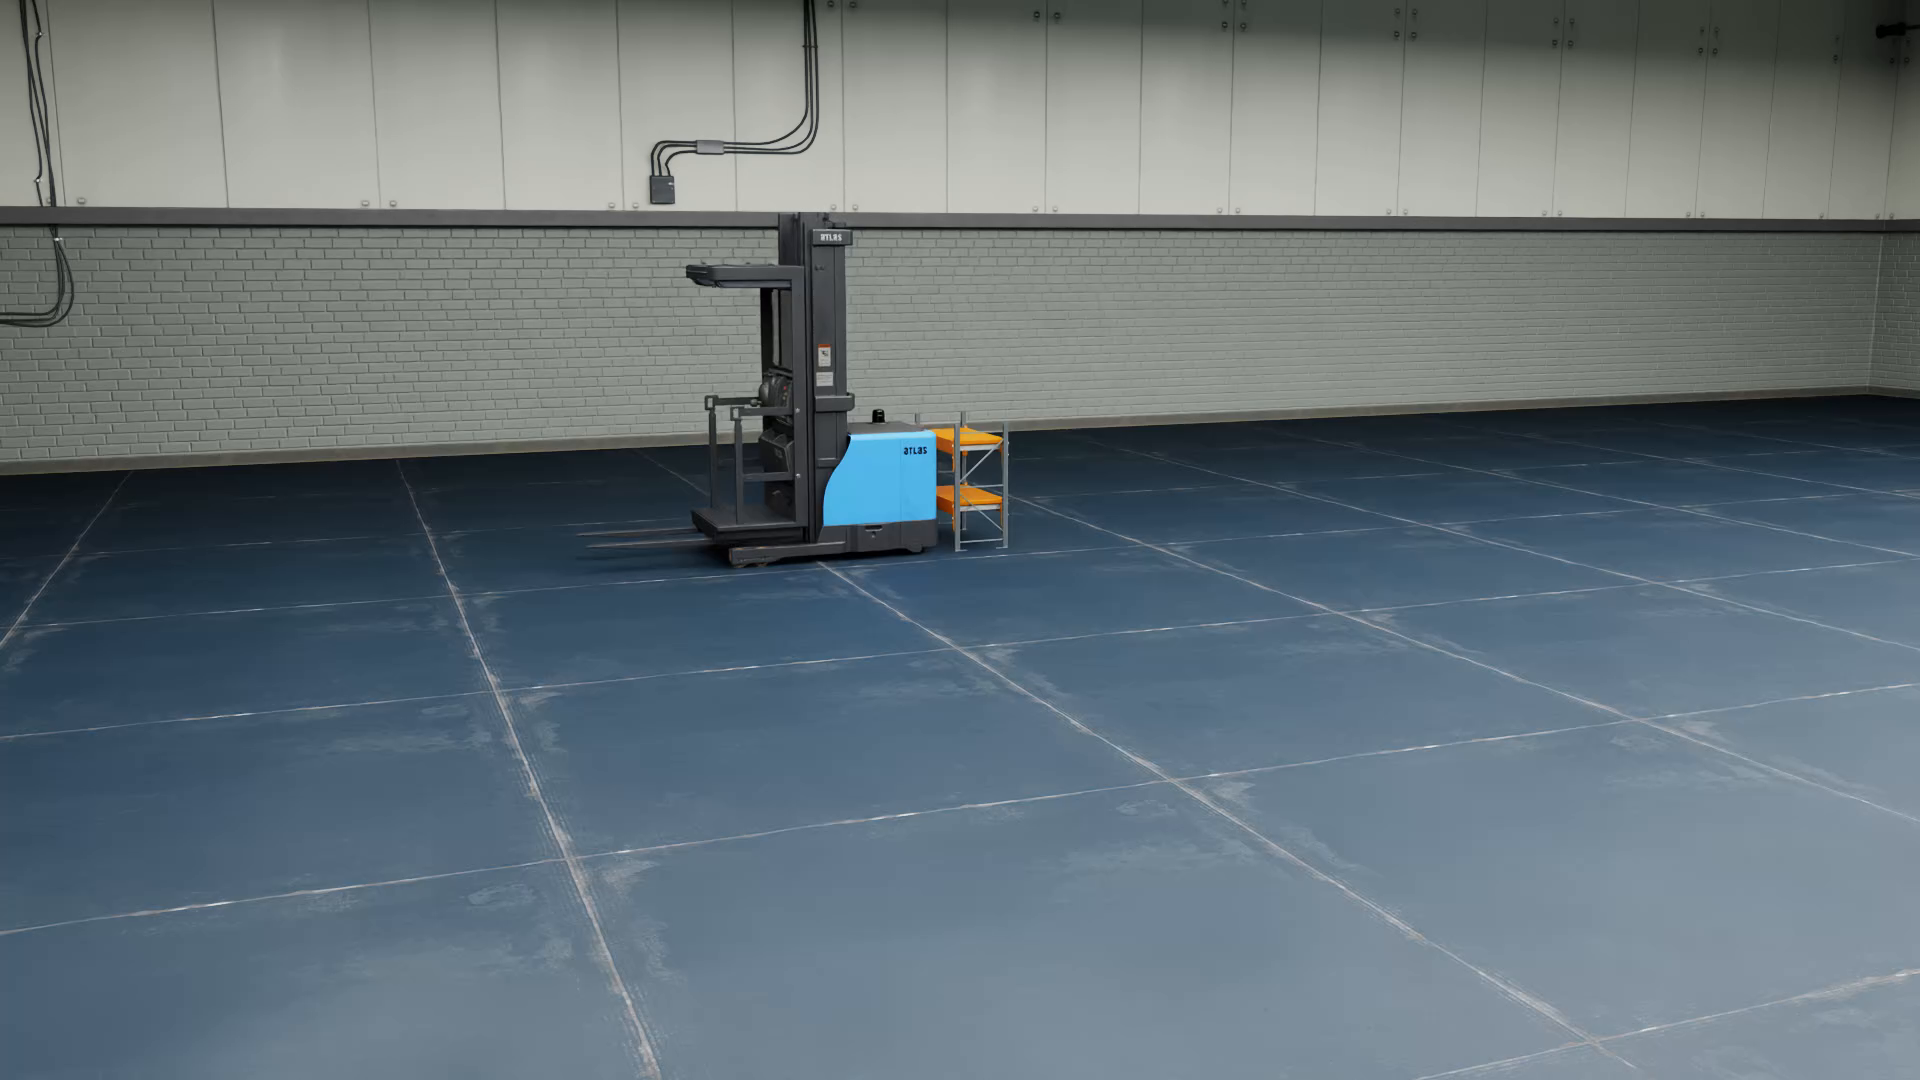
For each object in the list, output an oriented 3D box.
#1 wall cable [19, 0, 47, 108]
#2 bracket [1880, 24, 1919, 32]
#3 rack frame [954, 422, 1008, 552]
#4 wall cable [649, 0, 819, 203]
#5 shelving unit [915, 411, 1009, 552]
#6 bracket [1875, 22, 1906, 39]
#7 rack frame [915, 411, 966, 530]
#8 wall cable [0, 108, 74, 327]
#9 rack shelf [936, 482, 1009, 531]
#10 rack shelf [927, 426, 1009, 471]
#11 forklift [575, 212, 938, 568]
[{"bbox_3d":[-9.282,-6.275,19.279,3.097,2.526,0.112,-4,11,-21],"label":"wall cable"},{"bbox_3d":[16.265,-8.688,28.119,0.076,0.066,3.189,-4,11,-21],"label":"bracket"},{"bbox_3d":[0.187,-0.470,14.679,0.500,1.125,0.032,-4,11,-21],"label":"rack frame"},{"bbox_3d":[-2.949,-7.420,21.558,2.305,6.003,0.169,-4,11,-21],"label":"wall cable"},{"bbox_3d":[0.002,-0.553,15.145,0.538,1.125,1.048,-4,11,-21],"label":"shelving unit"},{"bbox_3d":[16.051,-8.784,28.661,0.235,0.232,0.430,-4,11,-21],"label":"bracket"},{"bbox_3d":[-0.182,-0.636,15.612,0.500,1.125,0.032,-4,11,-21],"label":"rack frame"},{"bbox_3d":[-11.803,-3.617,18.756,3.097,2.526,0.112,-4,11,-21],"label":"wall cable"},{"bbox_3d":[0.002,-0.312,15.188,0.538,0.278,1.000,-4,11,-21],"label":"rack shelf"},{"bbox_3d":[0.002,-0.841,15.094,0.538,0.278,1.000,-4,11,-21],"label":"rack shelf"},{"bbox_3d":[-1.766,-1.314,14.265,3.031,2.935,1.130,-4,11,-20],"label":"forklift"}]
